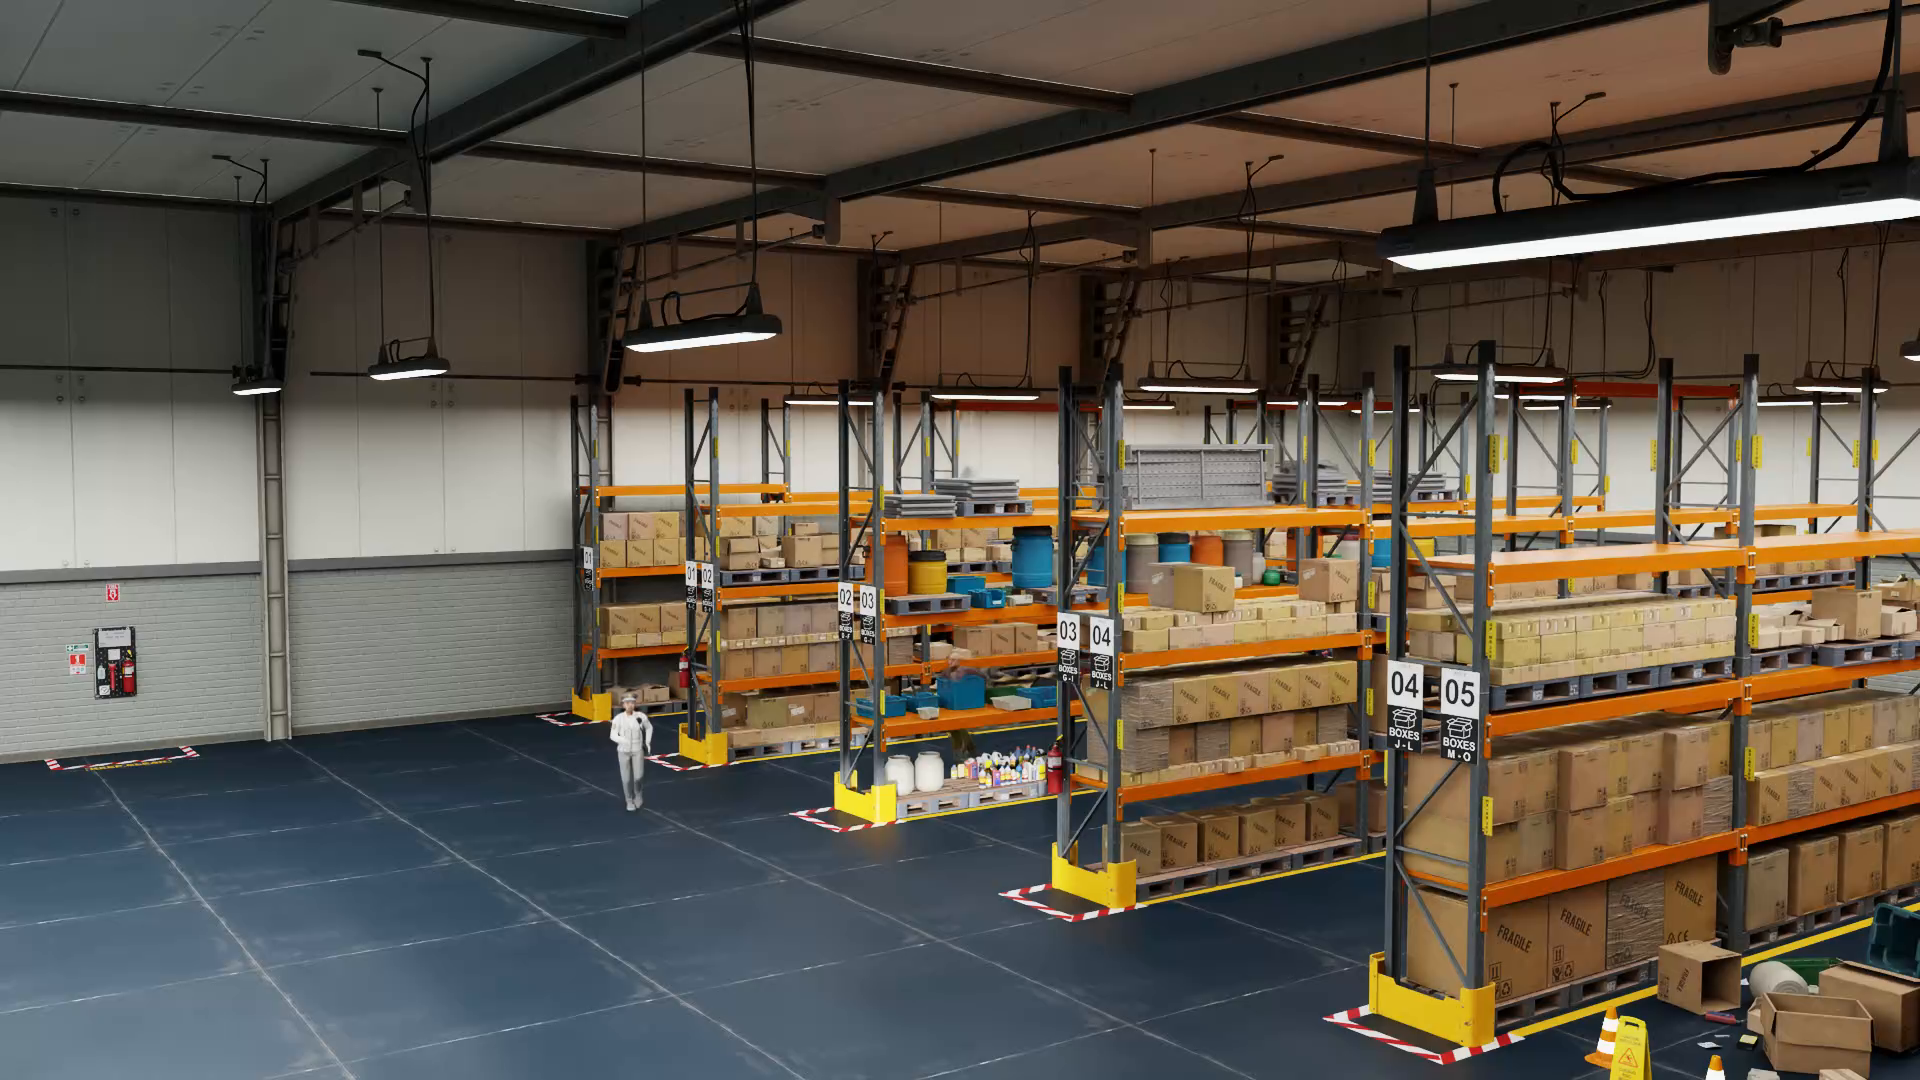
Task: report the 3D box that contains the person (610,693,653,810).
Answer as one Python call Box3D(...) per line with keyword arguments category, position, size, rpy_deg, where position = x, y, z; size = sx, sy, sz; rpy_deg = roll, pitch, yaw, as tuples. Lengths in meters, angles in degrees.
Box3D(category="person", position=(-4.546, 2.938, 23.038), size=(0.584, 1.659, 0.596), rpy_deg=(-1, 4, -12))

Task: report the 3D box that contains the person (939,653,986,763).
Box3D(category="person", position=(-0.005, 2.677, 26.606), size=(0.753, 1.765, 0.881), rpy_deg=(3, 4, 37))

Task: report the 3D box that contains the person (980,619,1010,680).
Box3D(category="person", position=(0.716, 2.330, 33.604), size=(0.731, 1.648, 0.618), rpy_deg=(-2, 4, -35))
